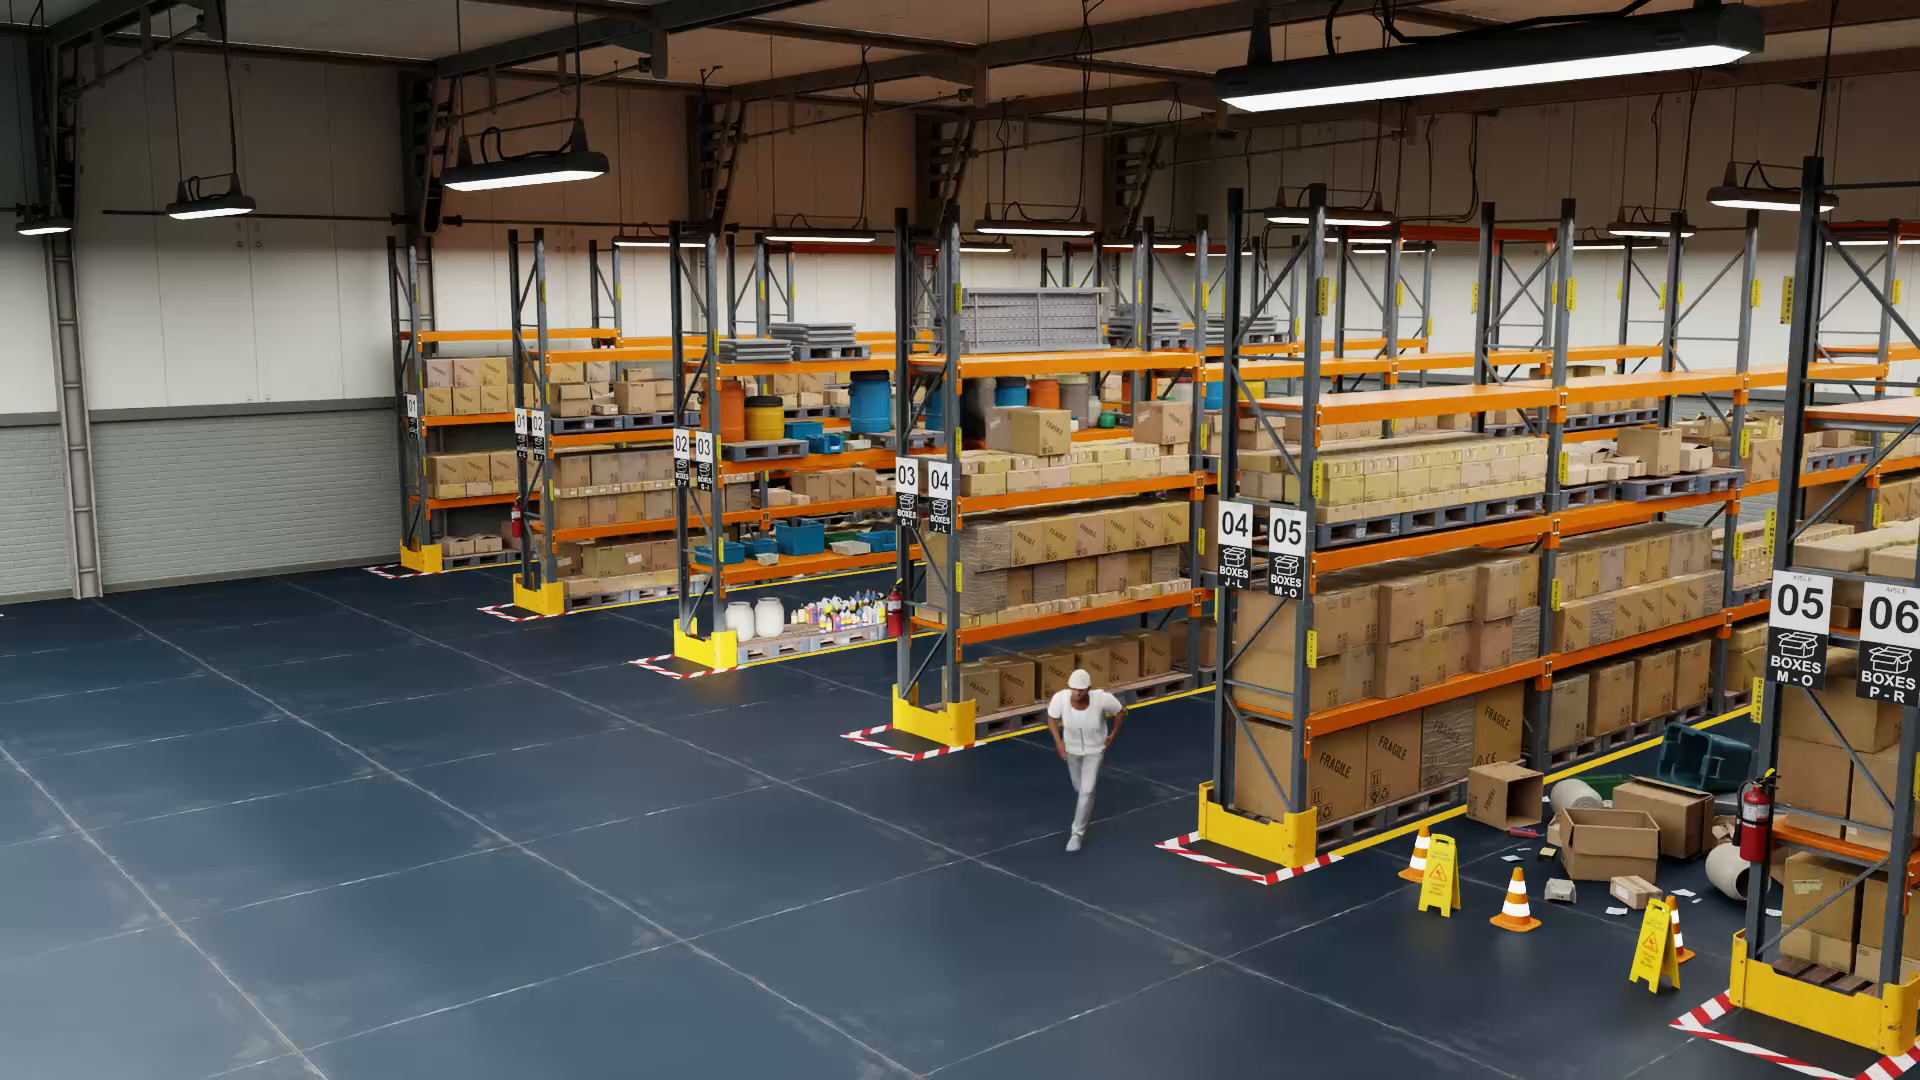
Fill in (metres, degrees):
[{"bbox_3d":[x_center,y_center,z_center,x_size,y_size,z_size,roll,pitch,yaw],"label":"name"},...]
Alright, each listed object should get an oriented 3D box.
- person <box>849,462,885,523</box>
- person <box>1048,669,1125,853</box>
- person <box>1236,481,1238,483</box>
[{"bbox_3d":[-1.843,-0.840,33.836,0.729,1.732,1.055,8,12,43],"label":"person"},{"bbox_3d":[1.182,1.975,15.567,0.722,1.710,1.028,2,9,10],"label":"person"},{"bbox_3d":[6.104,-1.481,37.807,0.710,1.706,0.568,-4,10,-25],"label":"person"}]
